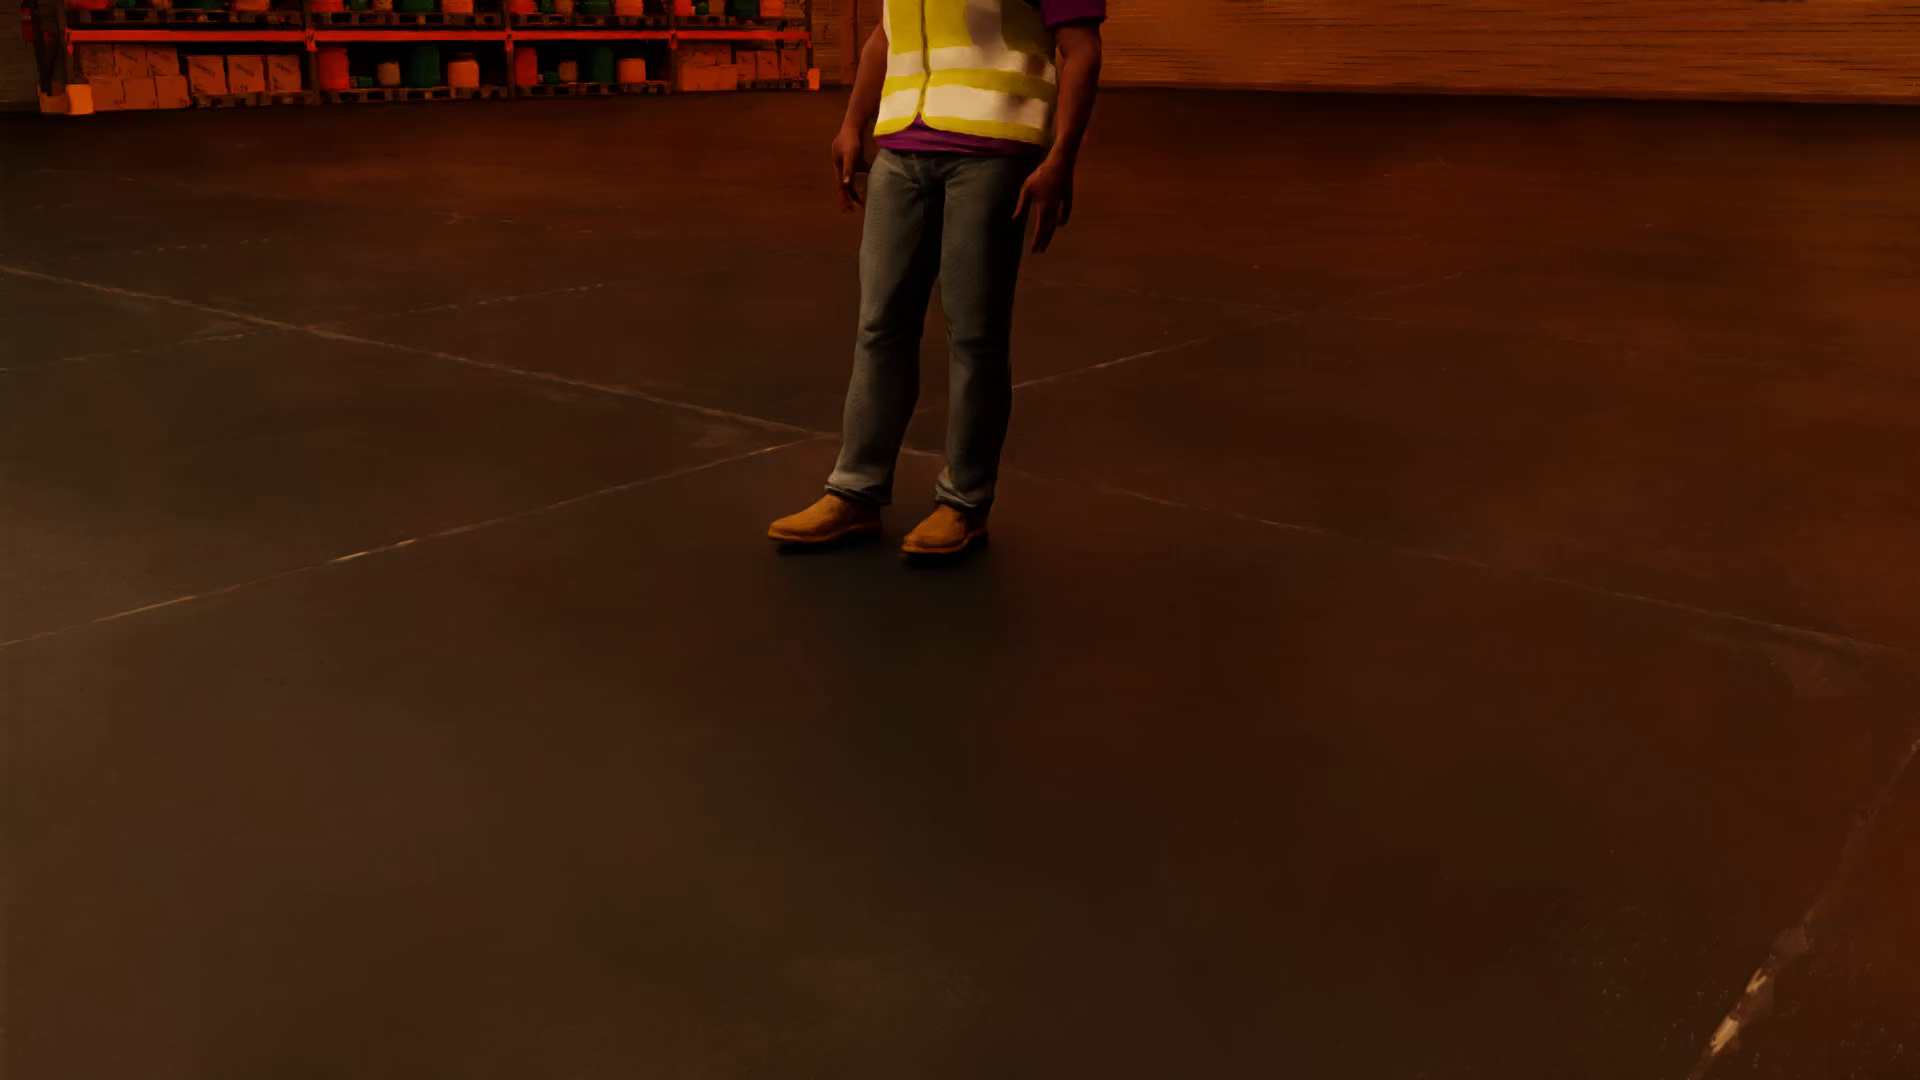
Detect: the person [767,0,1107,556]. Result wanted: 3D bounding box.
[{"bbox_3d":[-0.048,-0.837,3.635,0.665,1.766,0.576,13,21,37],"label":"person"}]
